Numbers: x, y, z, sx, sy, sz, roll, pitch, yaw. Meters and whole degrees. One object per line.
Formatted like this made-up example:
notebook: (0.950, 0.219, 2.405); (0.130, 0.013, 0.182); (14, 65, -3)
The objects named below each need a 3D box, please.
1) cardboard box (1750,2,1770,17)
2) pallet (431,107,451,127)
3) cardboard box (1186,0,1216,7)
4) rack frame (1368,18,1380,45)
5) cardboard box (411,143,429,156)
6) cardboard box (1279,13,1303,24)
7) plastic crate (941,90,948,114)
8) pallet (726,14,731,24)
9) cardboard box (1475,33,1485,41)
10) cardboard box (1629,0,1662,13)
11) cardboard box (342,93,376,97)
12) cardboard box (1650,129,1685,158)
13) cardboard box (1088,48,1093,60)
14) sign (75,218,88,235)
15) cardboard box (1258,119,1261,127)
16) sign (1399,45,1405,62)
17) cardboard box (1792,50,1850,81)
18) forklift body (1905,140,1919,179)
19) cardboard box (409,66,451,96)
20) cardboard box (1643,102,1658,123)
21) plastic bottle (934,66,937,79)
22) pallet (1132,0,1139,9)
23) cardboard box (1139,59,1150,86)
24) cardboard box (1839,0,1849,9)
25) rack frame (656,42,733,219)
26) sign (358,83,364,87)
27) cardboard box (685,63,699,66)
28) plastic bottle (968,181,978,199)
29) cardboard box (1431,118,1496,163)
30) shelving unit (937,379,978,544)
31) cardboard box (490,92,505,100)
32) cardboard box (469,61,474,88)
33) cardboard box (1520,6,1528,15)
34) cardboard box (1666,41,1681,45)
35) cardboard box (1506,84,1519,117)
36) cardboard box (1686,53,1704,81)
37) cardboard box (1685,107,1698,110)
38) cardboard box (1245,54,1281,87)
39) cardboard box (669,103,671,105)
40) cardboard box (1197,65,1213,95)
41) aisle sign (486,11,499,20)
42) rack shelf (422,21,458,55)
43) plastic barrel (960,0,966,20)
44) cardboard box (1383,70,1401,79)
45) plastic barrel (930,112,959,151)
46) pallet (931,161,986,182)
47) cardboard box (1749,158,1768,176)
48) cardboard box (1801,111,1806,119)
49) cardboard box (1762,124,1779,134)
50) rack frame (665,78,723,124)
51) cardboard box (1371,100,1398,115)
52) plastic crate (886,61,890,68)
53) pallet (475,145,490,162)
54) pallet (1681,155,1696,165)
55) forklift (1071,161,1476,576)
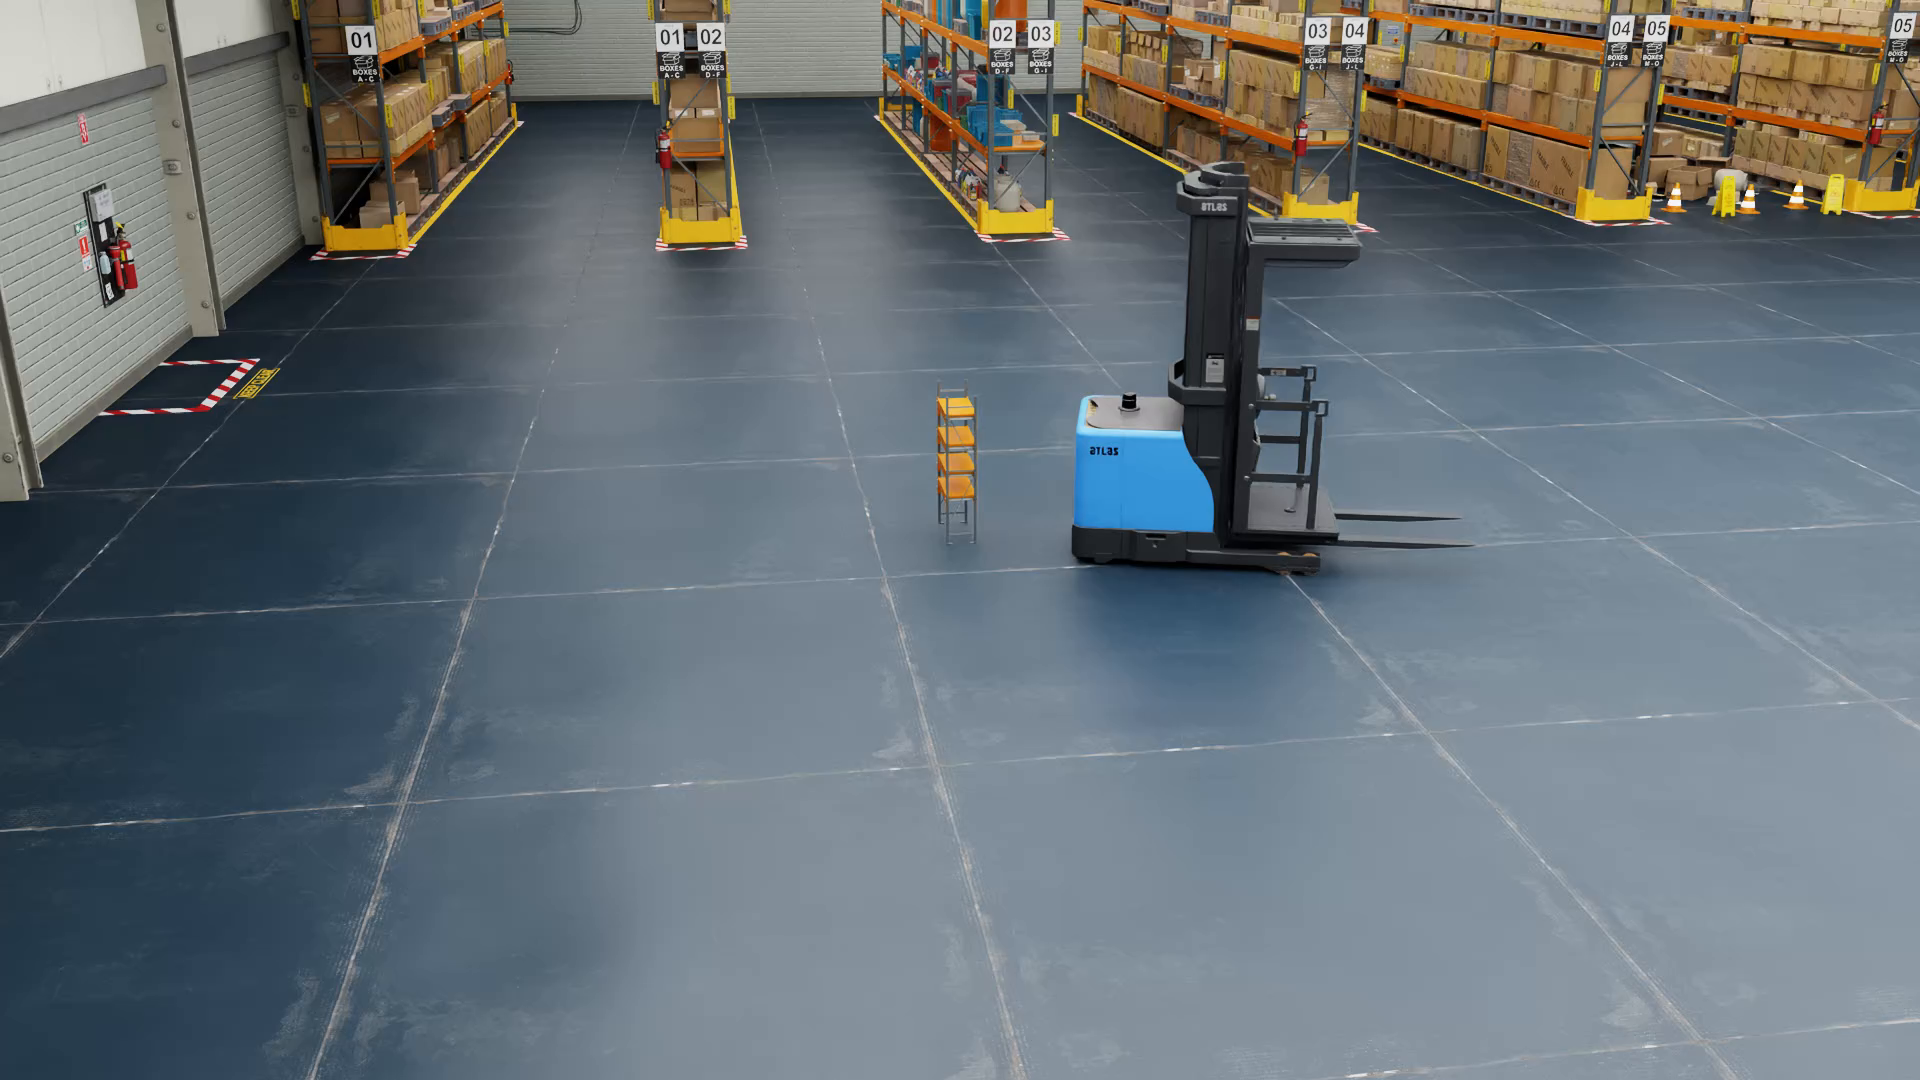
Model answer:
cardboard box: (14.850, -9.702, 30.406); (0.500, 0.250, 0.500); (-3, 21, -9)
pallet: (-9.420, -7.326, 28.819); (1.003, 0.211, 1.213); (-3, 21, -8)
cardboard box: (4.636, -10.439, 31.735); (0.500, 0.500, 0.500); (-4, 21, -9)
rack frame: (9.020, -10.879, 38.056); (1.000, 3.000, 0.127); (-3, 21, -8)
cardboard box: (-9.644, -6.937, 29.374); (0.500, 0.250, 0.500); (-3, 21, -9)
cardboard box: (5.349, -8.382, 26.728); (0.380, 0.149, 0.250); (-3, 21, -7)
plastic crate: (-0.118, -8.003, 30.378); (0.392, 0.384, 0.575); (-3, 21, -8)
pallet: (-4.943, -9.866, 31.328); (1.213, 0.211, 1.003); (-2, 21, -5)
cardboard box: (13.196, -12.704, 41.372); (0.500, 0.500, 0.500); (-3, 21, -9)
cardboard box: (10.934, -8.622, 26.772); (0.500, 0.250, 0.500); (-3, 21, -8)
cardboard box: (-9.370, -6.730, 26.062); (0.500, 0.500, 0.500); (-3, 21, -7)
cardboard box: (13.300, -7.477, 31.438); (0.500, 0.500, 0.500); (-3, 21, -8)
cardboard box: (3.404, -11.758, 40.199); (0.500, 0.250, 0.500); (-3, 21, -8)
sign: (-8.665, -3.093, 16.403); (0.001, 0.109, 0.331); (-3, 21, -8)
cardboard box: (5.294, -7.083, 28.253); (0.380, 0.149, 0.250); (-3, 21, -8)
sign: (9.061, -9.968, 34.077); (0.100, 0.325, 0.005); (-3, 21, -8)
cardboard box: (15.169, -8.356, 29.304); (0.700, 0.500, 0.500); (-3, 21, -8)
forklift body: (18.466, -7.427, 30.027); (2.313, 2.155, 1.214); (-3, 21, -8)
cardboard box: (-9.953, -8.620, 31.236); (0.700, 0.500, 0.500); (-5, 21, -14)
cardboard box: (14.463, -9.223, 36.060); (0.875, 0.875, 0.875); (-3, 21, -8)
plastic bottle: (-0.490, -10.082, 35.992); (0.144, 0.351, 0.185); (-3, 21, -8)
pallet: (4.278, -11.664, 36.145); (0.805, 0.209, 1.217); (-4, 21, -10)
cardboard box: (4.141, -10.012, 35.594); (0.500, 0.500, 0.500); (-3, 21, -7)
cardboard box: (15.225, -9.126, 28.295); (0.380, 0.149, 0.250); (-3, 21, -8)
rack frame: (-3.976, -6.010, 25.021); (1.000, 3.000, 0.127); (-3, 21, -8)
sign: (-10.003, -7.657, 27.776); (0.100, 0.325, 0.005); (-3, 21, -8)
cardboard box: (-4.266, -7.375, 26.679); (0.700, 0.500, 0.500); (-3, 21, -8)
plastic bottle: (0.218, -5.891, 27.967); (0.152, 0.276, 0.135); (-3, 21, -7)
cardboard box: (9.859, -7.796, 32.418); (1.050, 0.750, 0.750); (-3, 21, -8)
shelving unit: (-0.024, -0.619, 13.160); (0.258, 1.200, 0.503); (-3, 21, -8)
cardboard box: (-10.748, -10.267, 38.465); (0.380, 0.149, 0.250); (-2, 21, -6)
cardboard box: (-9.984, -9.259, 33.124); (0.500, 0.500, 0.500); (-3, 21, -8)
cardboard box: (9.999, -9.234, 28.981); (0.380, 0.149, 0.250); (-3, 21, -9)
cardboard box: (18.110, -12.524, 42.249); (0.500, 0.250, 0.500); (-3, 21, -7)
cardboard box: (10.340, -7.863, 29.766); (0.875, 0.550, 0.550); (-3, 21, -8)
cardboard box: (14.622, -9.275, 32.595); (0.500, 0.500, 0.500); (-2, 21, -6)
cardboard box: (18.467, -10.952, 41.224); (0.700, 0.500, 0.500); (-4, 21, -10)
cardboard box: (5.209, -8.033, 28.441); (0.500, 0.500, 0.500); (-3, 21, -8)
cardboard box: (-4.296, -6.663, 25.698); (0.380, 0.149, 0.250); (-3, 21, -9)
cardboard box: (4.909, -8.734, 31.566); (0.797, 0.503, 0.637); (-1, 20, -2)
aisle sign: (-10.898, -12.557, 38.833); (0.394, 0.787, 0.004); (-3, 21, -8)
rack shelf: (-9.743, -8.905, 29.512); (1.077, 0.370, 4.000); (-3, 21, -8)
plastic barrel: (0.217, -9.139, 28.351); (0.421, 0.512, 0.421); (0, 20, 0)
cardboard box: (9.071, -9.720, 34.713); (0.380, 0.149, 0.250); (-3, 21, -7)
plastic barrel: (-0.315, -8.377, 33.860); (0.600, 0.830, 0.708); (-3, 21, -8)
pallet: (0.019, -7.031, 31.739); (1.003, 0.211, 1.213); (-3, 21, -8)
cardboard box: (14.963, -6.900, 30.733); (0.500, 0.250, 0.500); (-2, 21, -5)
cardboard box: (15.167, -7.540, 29.475); (0.380, 0.149, 0.250); (-3, 21, -8)
cardboard box: (14.909, -7.515, 30.381); (0.380, 0.149, 0.250); (-2, 21, -6)
rack frame: (-4.553, -7.395, 28.729); (1.000, 3.000, 0.127); (-3, 21, -8)
cardboard box: (9.155, -9.269, 35.646); (0.500, 0.250, 0.500); (-3, 21, -7)
plastic crate: (-1.609, -11.251, 39.344); (0.250, 0.136, 0.298); (-3, 21, -8)
pallet: (-10.243, -7.921, 34.122); (1.003, 0.211, 1.213); (-3, 21, -8)
pallet: (14.764, -7.780, 33.745); (1.003, 0.211, 1.213); (-3, 21, -8)
forklift: (2.405, -1.301, 12.512); (3.031, 2.935, 1.130); (2, 21, 6)
